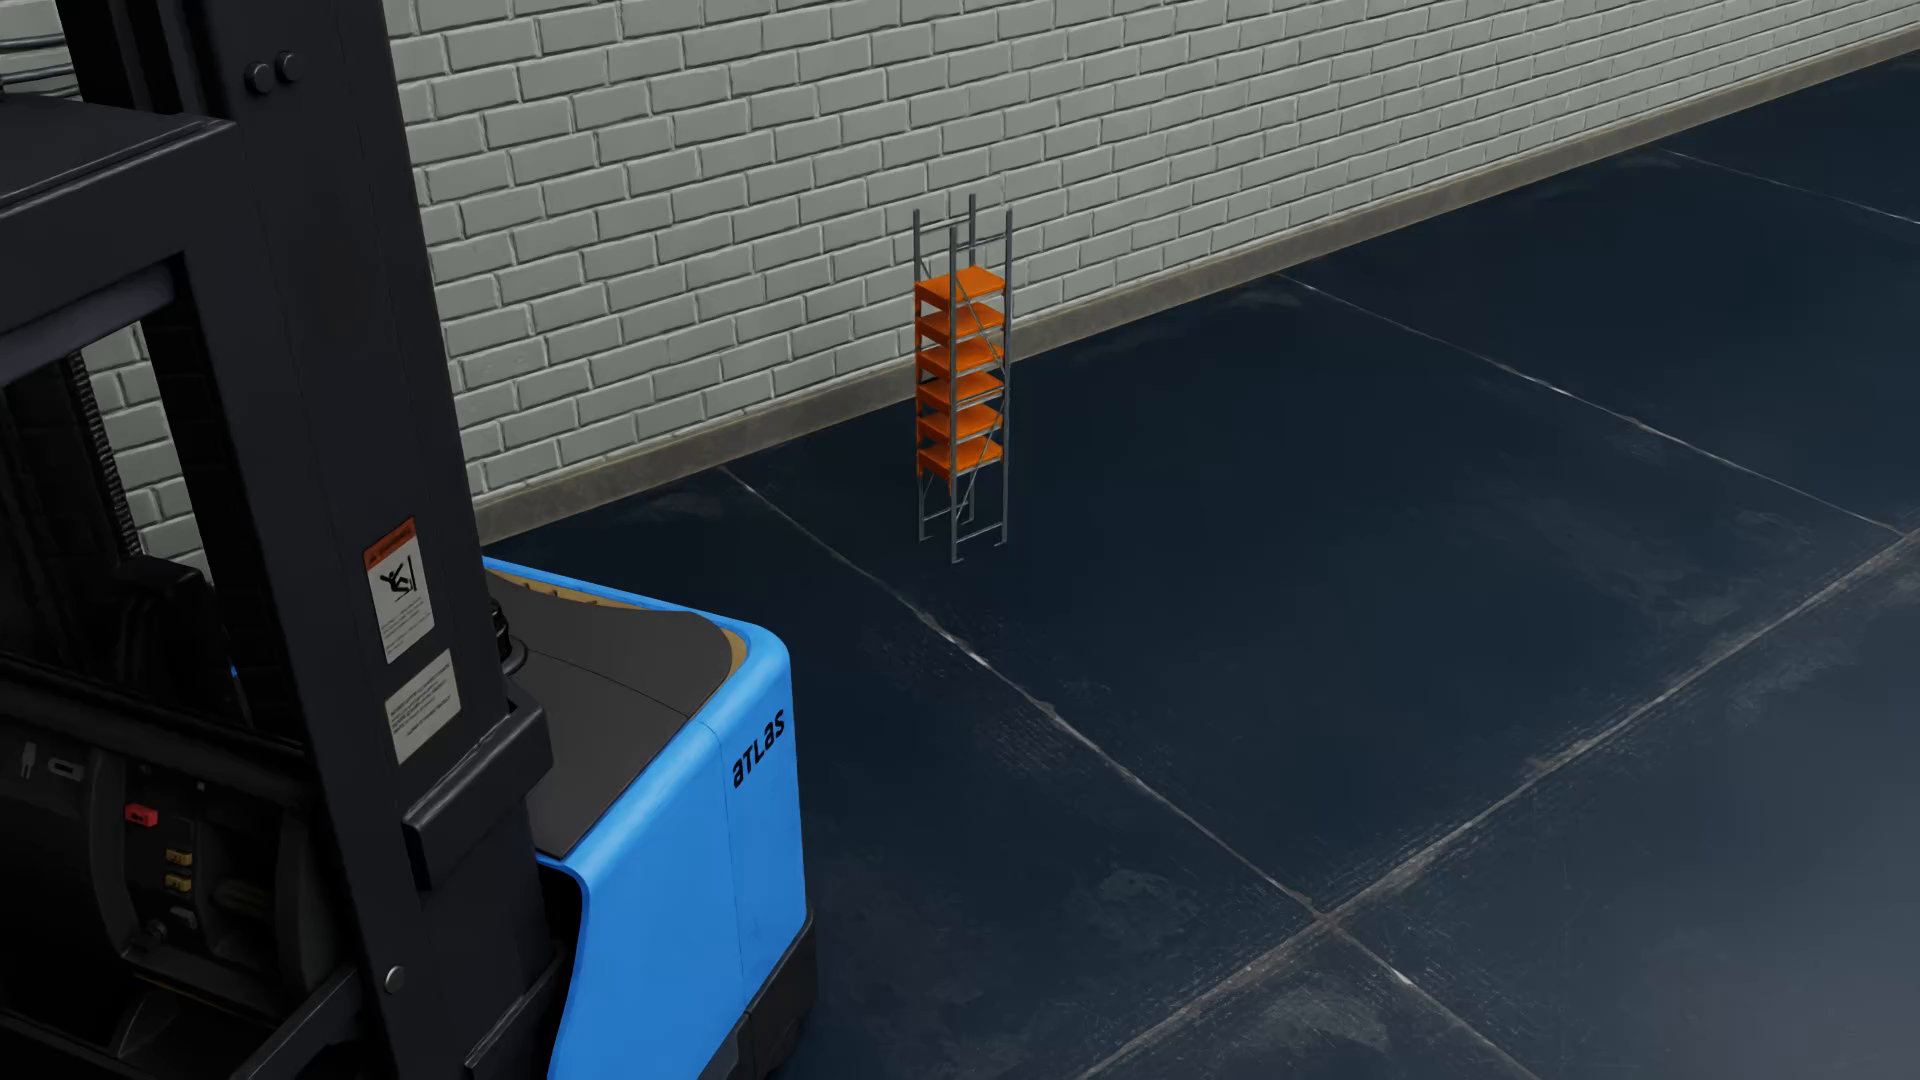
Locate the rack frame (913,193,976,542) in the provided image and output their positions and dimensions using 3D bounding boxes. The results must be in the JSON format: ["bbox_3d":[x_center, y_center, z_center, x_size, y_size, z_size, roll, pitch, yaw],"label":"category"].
[{"bbox_3d":[-0.047,-0.542,5.485,0.240,1.200,0.006,-22,38,-31],"label":"rack frame"}]

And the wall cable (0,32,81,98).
[{"bbox_3d":[-3.232,-1.818,3.092,3.097,2.526,0.112,-22,38,-31],"label":"wall cable"}]

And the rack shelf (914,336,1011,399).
[{"bbox_3d":[0.009,-0.568,5.384,0.258,0.103,0.180,-22,38,-31],"label":"rack shelf"}]

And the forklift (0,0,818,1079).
[{"bbox_3d":[-1.373,0.471,2.213,1.130,2.935,3.031,13,34,19],"label":"forklift"}]

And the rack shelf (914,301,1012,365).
[{"bbox_3d":[0.009,-0.670,5.321,0.258,0.103,0.180,-22,38,-31],"label":"rack shelf"}]

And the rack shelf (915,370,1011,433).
[{"bbox_3d":[0.009,-0.466,5.447,0.258,0.103,0.180,-22,38,-31],"label":"rack shelf"}]

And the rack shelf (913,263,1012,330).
[{"bbox_3d":[0.009,-0.772,5.257,0.258,0.103,0.180,-22,38,-31],"label":"rack shelf"}]

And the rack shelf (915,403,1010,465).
[{"bbox_3d":[0.009,-0.364,5.510,0.258,0.103,0.180,-22,38,-31],"label":"rack shelf"}]

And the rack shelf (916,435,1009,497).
[{"bbox_3d":[0.009,-0.262,5.574,0.258,0.103,0.180,-22,38,-31],"label":"rack shelf"}]

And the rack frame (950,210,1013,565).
[{"bbox_3d":[0.065,-0.466,5.362,0.240,1.200,0.006,-22,38,-31],"label":"rack frame"}]

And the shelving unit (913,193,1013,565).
[{"bbox_3d":[0.009,-0.504,5.424,0.258,1.200,0.189,-22,38,-31],"label":"shelving unit"}]
